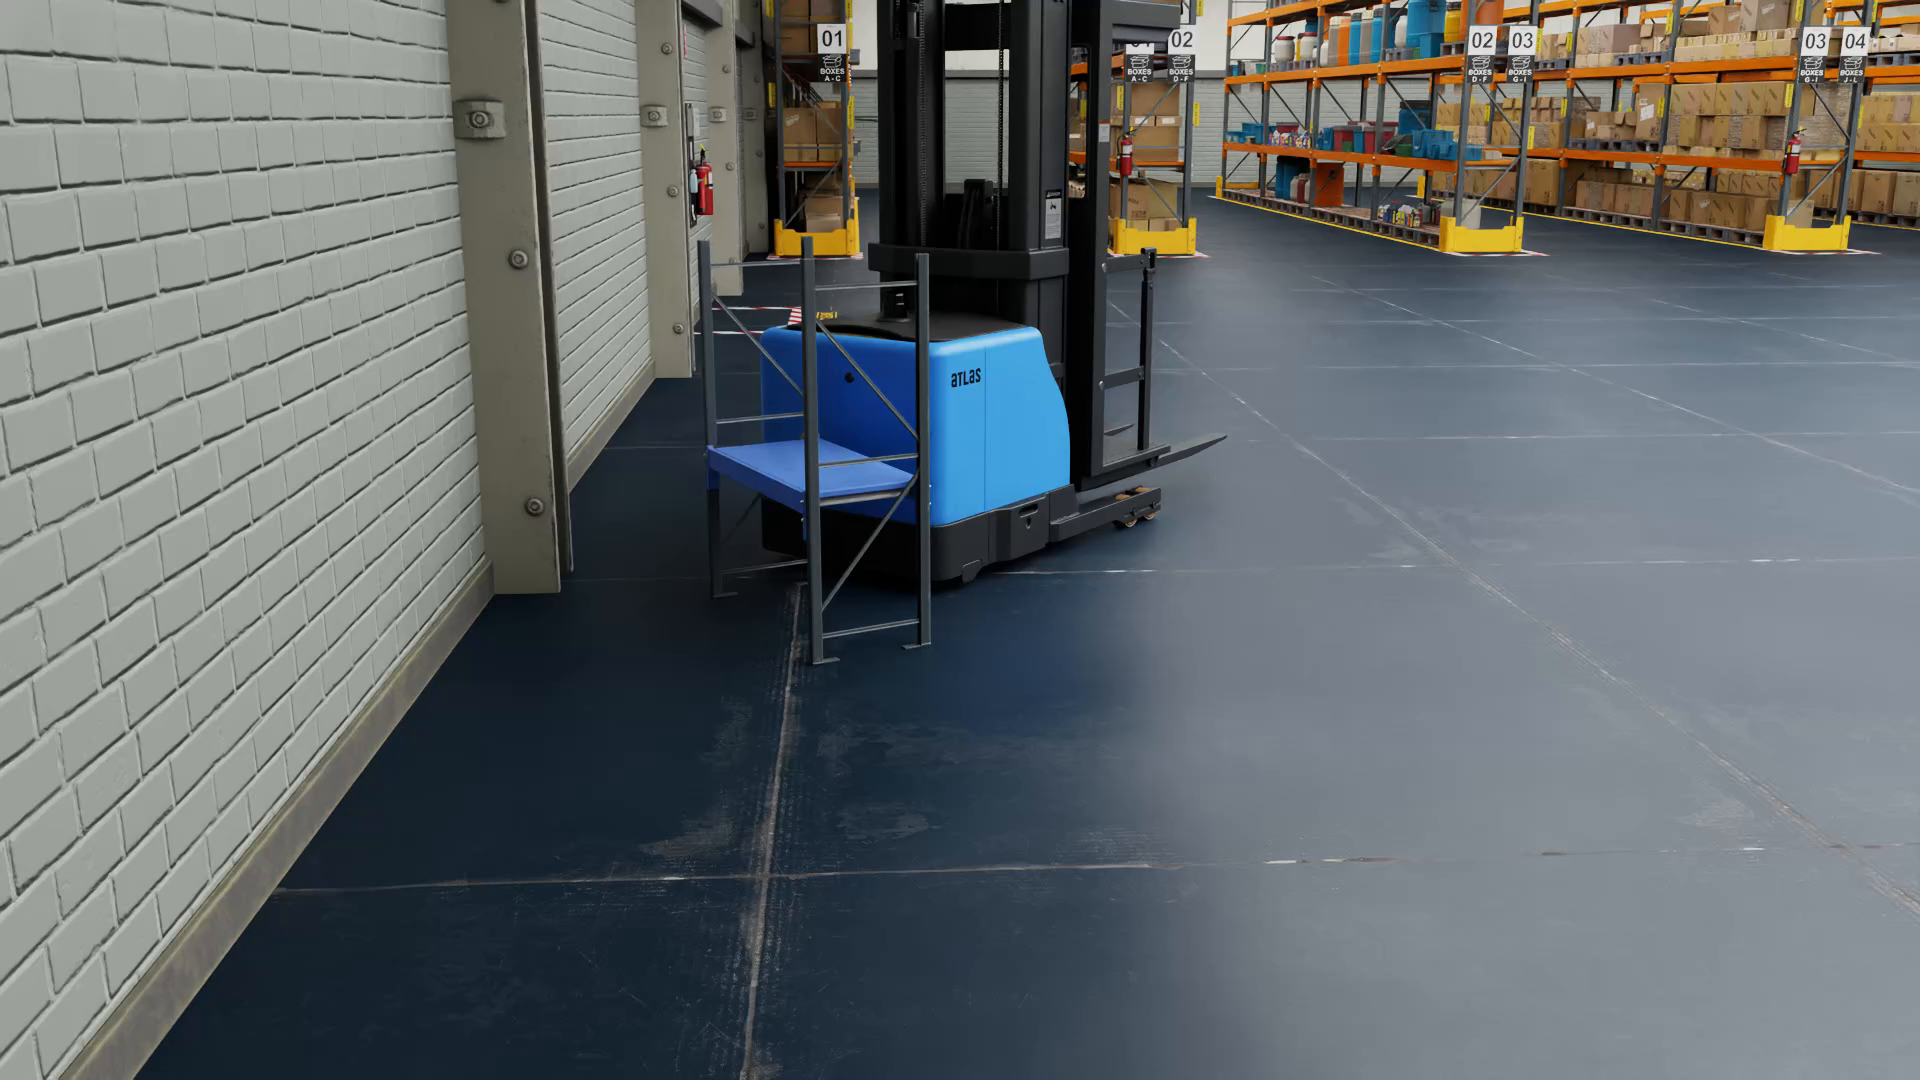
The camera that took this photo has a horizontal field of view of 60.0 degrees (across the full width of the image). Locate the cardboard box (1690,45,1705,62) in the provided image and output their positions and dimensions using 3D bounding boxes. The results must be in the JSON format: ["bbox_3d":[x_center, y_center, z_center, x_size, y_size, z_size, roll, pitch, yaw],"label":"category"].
[{"bbox_3d":[12.295,-7.945,27.167,0.500,0.250,0.500,-1,14,-4],"label":"cardboard box"}]

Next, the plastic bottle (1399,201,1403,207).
[{"bbox_3d":[7.321,-5.461,27.665,0.144,0.351,0.185,-1,14,-3],"label":"plastic bottle"}]

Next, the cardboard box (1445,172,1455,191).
[{"bbox_3d":[11.917,-8.587,38.802,0.875,0.875,0.875,-1,14,-3],"label":"cardboard box"}]

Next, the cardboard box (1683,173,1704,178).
[{"bbox_3d":[16.648,-8.239,37.714,0.380,0.149,0.250,0,14,-2],"label":"cardboard box"}]

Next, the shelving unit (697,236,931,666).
[{"bbox_3d":[-0.588,-0.401,6.574,0.538,1.500,1.048,-8,16,-28],"label":"shelving unit"}]

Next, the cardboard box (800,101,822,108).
[{"bbox_3d":[-2.881,-8.252,31.736,0.500,0.250,0.500,0,14,-2],"label":"cardboard box"}]

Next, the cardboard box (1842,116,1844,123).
[{"bbox_3d":[17.212,-8.280,31.979,0.700,0.500,0.500,-1,14,-4],"label":"cardboard box"}]

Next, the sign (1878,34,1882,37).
[{"bbox_3d":[17.748,-9.607,32.127,0.100,0.325,0.005,-1,14,-3],"label":"sign"}]

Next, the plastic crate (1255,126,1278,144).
[{"bbox_3d":[6.676,-8.858,36.345,0.392,0.384,0.575,-1,14,-3],"label":"plastic crate"}]

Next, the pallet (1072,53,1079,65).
[{"bbox_3d":[2.553,-8.571,29.678,1.003,0.211,1.213,0,14,-1],"label":"pallet"}]

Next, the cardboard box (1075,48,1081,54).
[{"bbox_3d":[2.434,-9.127,30.917,0.500,0.250,0.500,-2,15,-8],"label":"cardboard box"}]

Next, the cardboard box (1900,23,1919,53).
[{"bbox_3d":[17.581,-9.184,30.436,0.500,0.500,0.500,-1,14,-3],"label":"cardboard box"}]

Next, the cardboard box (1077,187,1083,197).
[{"bbox_3d":[2.286,-5.900,28.488,0.500,0.311,0.500,-1,14,-3],"label":"cardboard box"}]

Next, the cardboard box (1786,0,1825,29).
[{"bbox_3d":[12.910,-8.078,25.583,0.500,0.500,0.500,-1,14,-4],"label":"cardboard box"}]

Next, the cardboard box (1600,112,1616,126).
[{"bbox_3d":[12.445,-7.788,31.232,0.700,0.500,0.500,1,14,5],"label":"cardboard box"}]

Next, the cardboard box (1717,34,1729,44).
[{"bbox_3d":[12.316,-7.976,26.488,0.380,0.149,0.250,-1,14,-5],"label":"cardboard box"}]

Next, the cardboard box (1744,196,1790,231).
[{"bbox_3d":[12.639,-5.114,26.057,0.500,0.500,0.500,3,15,11],"label":"cardboard box"}]

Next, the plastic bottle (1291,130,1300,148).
[{"bbox_3d":[6.804,-8.125,33.686,0.144,0.351,0.185,-1,14,-3],"label":"plastic bottle"}]

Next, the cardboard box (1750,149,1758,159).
[{"bbox_3d":[12.427,-5.950,25.635,0.380,0.149,0.250,-1,14,-3],"label":"cardboard box"}]

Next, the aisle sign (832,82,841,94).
[{"bbox_3d":[-2.795,-10.849,38.955,0.394,0.787,0.004,-1,14,-3],"label":"aisle sign"}]

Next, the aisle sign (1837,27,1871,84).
[{"bbox_3d":[13.036,-7.066,24.252,0.394,0.787,0.004,-1,14,-3],"label":"aisle sign"}]

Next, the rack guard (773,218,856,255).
[{"bbox_3d":[-2.104,-4.397,24.111,1.175,0.500,0.348,-1,14,-3],"label":"rack guard"}]

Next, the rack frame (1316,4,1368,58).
[{"bbox_3d":[7.294,-10.636,31.306,1.000,3.000,0.127,-1,14,-3],"label":"rack frame"}]

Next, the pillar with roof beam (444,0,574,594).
[{"bbox_3d":[2.406,-4.244,6.463,9.100,9.000,0.400,-1,14,-3],"label":"pillar with roof beam"}]

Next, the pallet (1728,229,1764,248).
[{"bbox_3d":[12.713,-4.689,25.826,1.003,0.211,1.213,-1,14,-3],"label":"pallet"}]

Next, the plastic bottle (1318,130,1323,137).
[{"bbox_3d":[7.354,-8.168,33.853,0.144,0.351,0.185,-1,14,-3],"label":"plastic bottle"}]

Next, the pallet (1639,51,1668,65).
[{"bbox_3d":[12.553,-8.329,28.737,1.213,0.211,1.003,-1,14,-3],"label":"pallet"}]

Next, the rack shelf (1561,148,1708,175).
[{"bbox_3d":[12.361,-6.961,30.507,1.077,0.370,4.000,-1,14,-3],"label":"rack shelf"}]

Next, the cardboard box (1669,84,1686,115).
[{"bbox_3d":[12.259,-7.373,27.860,0.500,0.500,0.500,-1,14,-3],"label":"cardboard box"}]

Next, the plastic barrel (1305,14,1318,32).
[{"bbox_3d":[7.304,-10.202,33.790,0.600,0.901,0.708,-1,14,-3],"label":"plastic barrel"}]

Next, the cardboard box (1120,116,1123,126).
[{"bbox_3d":[2.598,-6.249,24.791,0.380,0.149,0.250,-1,14,-4],"label":"cardboard box"}]

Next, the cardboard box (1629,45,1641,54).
[{"bbox_3d":[12.269,-8.820,29.893,0.380,0.166,0.250,-1,14,-5],"label":"cardboard box"}]

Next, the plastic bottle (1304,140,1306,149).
[{"bbox_3d":[6.839,-7.815,32.779,0.097,0.201,0.097,0,14,0],"label":"plastic bottle"}]

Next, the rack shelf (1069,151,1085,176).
[{"bbox_3d":[2.473,-6.809,29.916,1.077,0.370,4.000,-1,14,-3],"label":"rack shelf"}]

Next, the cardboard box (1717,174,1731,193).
[{"bbox_3d":[16.727,-7.658,35.946,0.500,0.500,0.500,0,14,-1],"label":"cardboard box"}]

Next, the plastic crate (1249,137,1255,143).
[{"bbox_3d":[6.708,-8.896,37.012,0.437,0.125,0.590,-1,14,-3],"label":"plastic crate"}]

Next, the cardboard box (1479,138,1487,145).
[{"bbox_3d":[11.643,-8.751,36.523,0.380,0.149,0.250,-1,14,-3],"label":"cardboard box"}]

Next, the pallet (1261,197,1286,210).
[{"bbox_3d":[7.052,-7.183,35.519,1.003,0.211,1.213,-1,14,-3],"label":"pallet"}]

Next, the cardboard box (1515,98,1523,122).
[{"bbox_3d":[12.068,-9.007,34.798,0.797,0.503,0.637,-1,14,-3],"label":"cardboard box"}]

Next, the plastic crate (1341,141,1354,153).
[{"bbox_3d":[7.152,-7.062,29.879,0.450,0.188,0.662,-1,14,-3],"label":"plastic crate"}]

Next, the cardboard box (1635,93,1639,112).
[{"bbox_3d":[16.461,-10.409,39.659,0.500,0.500,0.500,-1,14,-4],"label":"cardboard box"}]

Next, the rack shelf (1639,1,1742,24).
[{"bbox_3d":[16.822,-11.906,37.692,1.077,0.370,4.000,-1,14,-3],"label":"rack shelf"}]

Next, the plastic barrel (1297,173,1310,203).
[{"bbox_3d":[7.176,-7.169,33.865,0.600,0.588,0.708,-1,14,-3],"label":"plastic barrel"}]

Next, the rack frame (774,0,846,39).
[{"bbox_3d":[-2.099,-8.494,22.978,1.000,3.000,0.127,-1,14,-3],"label":"rack frame"}]

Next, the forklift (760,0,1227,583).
[{"bbox_3d":[0.365,-1.545,8.149,1.130,2.935,3.031,10,18,35],"label":"forklift"}]

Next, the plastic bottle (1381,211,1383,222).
[{"bbox_3d":[7.136,-5.457,27.950,0.097,0.201,0.097,0,14,0],"label":"plastic bottle"}]

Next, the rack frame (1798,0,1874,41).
[{"bbox_3d":[12.733,-8.723,23.870,1.000,3.000,0.127,-1,14,-3],"label":"rack frame"}]

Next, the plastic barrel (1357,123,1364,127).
[{"bbox_3d":[7.570,-7.532,31.058,0.421,0.512,0.421,0,14,0],"label":"plastic barrel"}]

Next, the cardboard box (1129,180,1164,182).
[{"bbox_3d":[2.944,-5.410,26.205,0.500,0.500,0.500,-1,14,-3],"label":"cardboard box"}]

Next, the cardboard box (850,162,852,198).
[{"bbox_3d":[-2.614,-7.354,34.061,0.750,0.750,0.750,0,14,-2],"label":"cardboard box"}]

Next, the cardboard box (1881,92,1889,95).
[{"bbox_3d":[21.497,-10.253,38.348,0.380,0.149,0.250,-1,14,-3],"label":"cardboard box"}]

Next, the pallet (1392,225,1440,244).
[{"bbox_3d":[7.620,-4.914,26.700,1.003,0.211,1.213,-1,14,-3],"label":"pallet"}]

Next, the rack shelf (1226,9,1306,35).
[{"bbox_3d":[6.922,-11.586,37.245,1.077,0.370,4.000,-1,14,-3],"label":"rack shelf"}]

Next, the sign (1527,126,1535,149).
[{"bbox_3d":[8.339,-5.883,24.315,0.100,0.325,0.005,-1,14,-3],"label":"sign"}]
